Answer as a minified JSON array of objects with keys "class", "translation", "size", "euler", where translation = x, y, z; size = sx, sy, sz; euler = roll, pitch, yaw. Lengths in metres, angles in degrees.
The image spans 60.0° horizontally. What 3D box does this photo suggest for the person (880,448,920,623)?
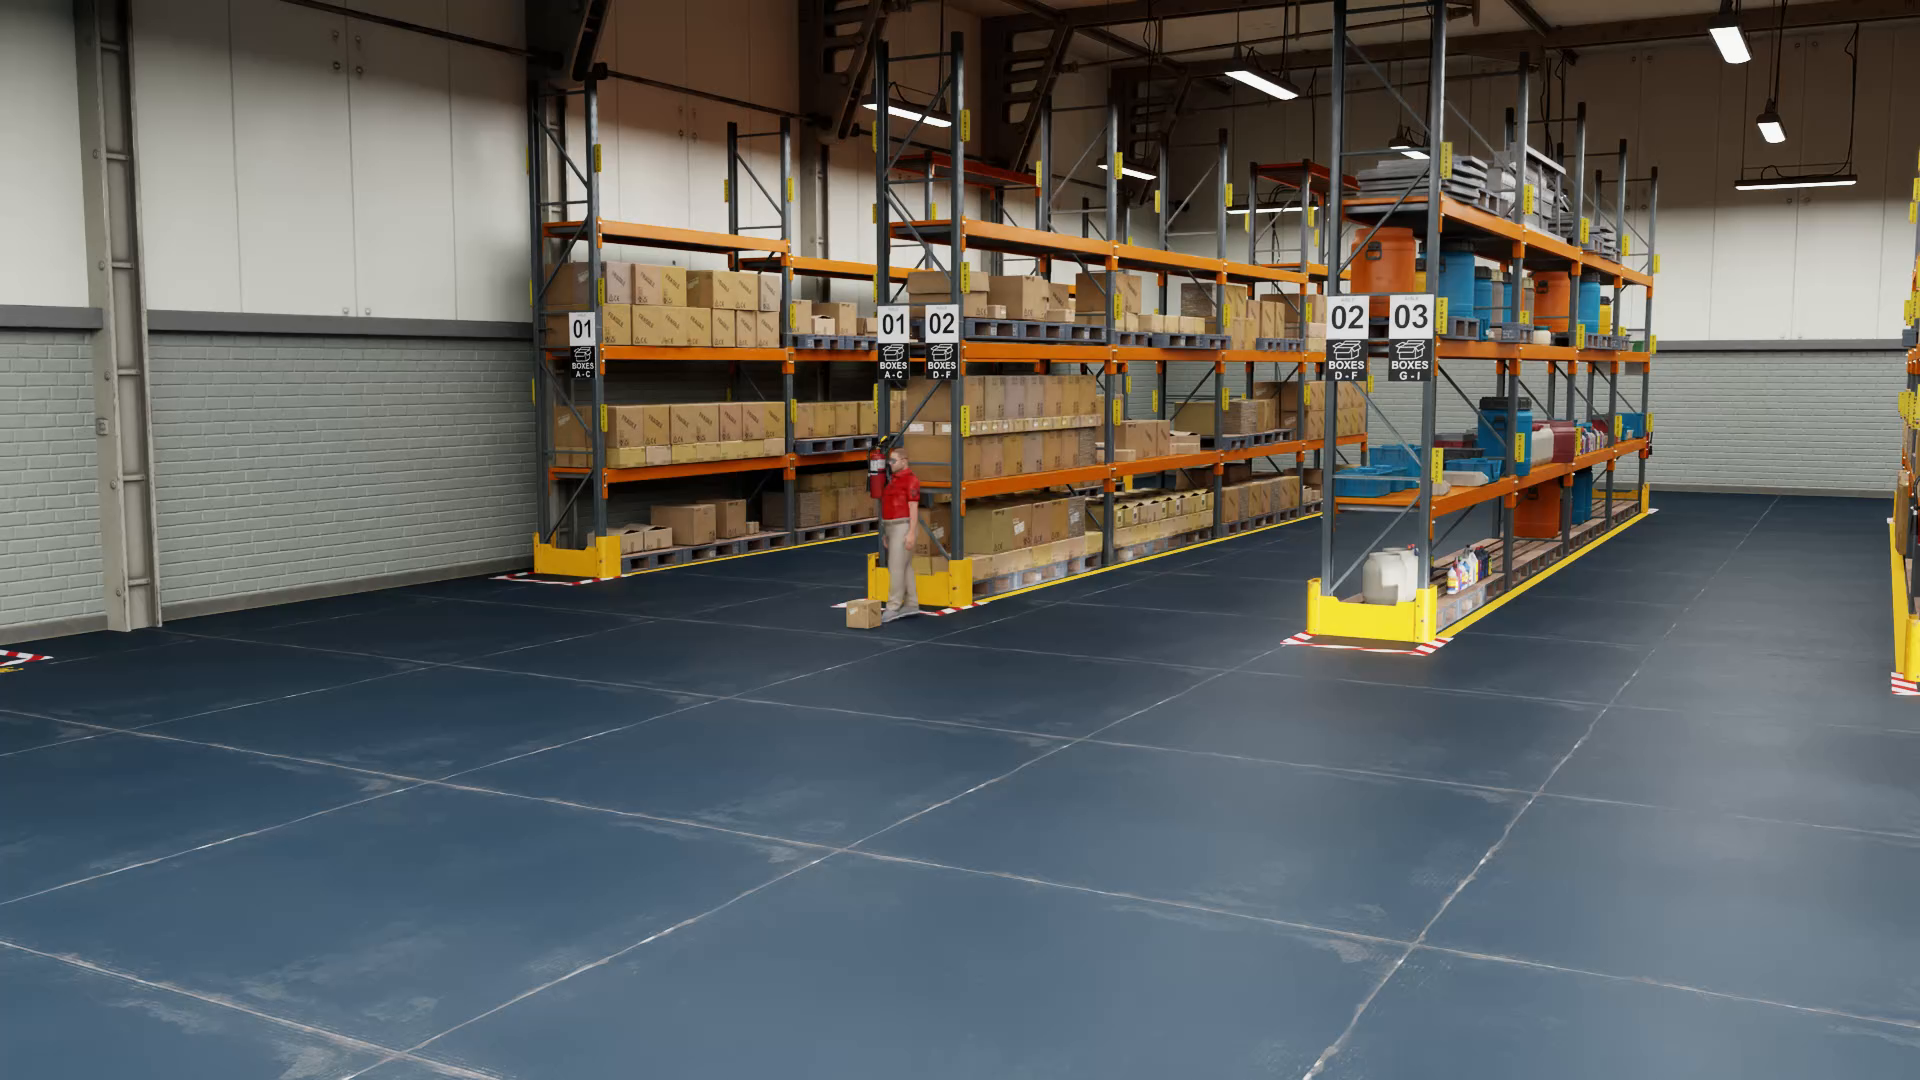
[{"class":"person","translation":[-0.662,-0.060,16.778],"size":[0.580,1.737,0.549],"euler":[-2,6,-23]}]
